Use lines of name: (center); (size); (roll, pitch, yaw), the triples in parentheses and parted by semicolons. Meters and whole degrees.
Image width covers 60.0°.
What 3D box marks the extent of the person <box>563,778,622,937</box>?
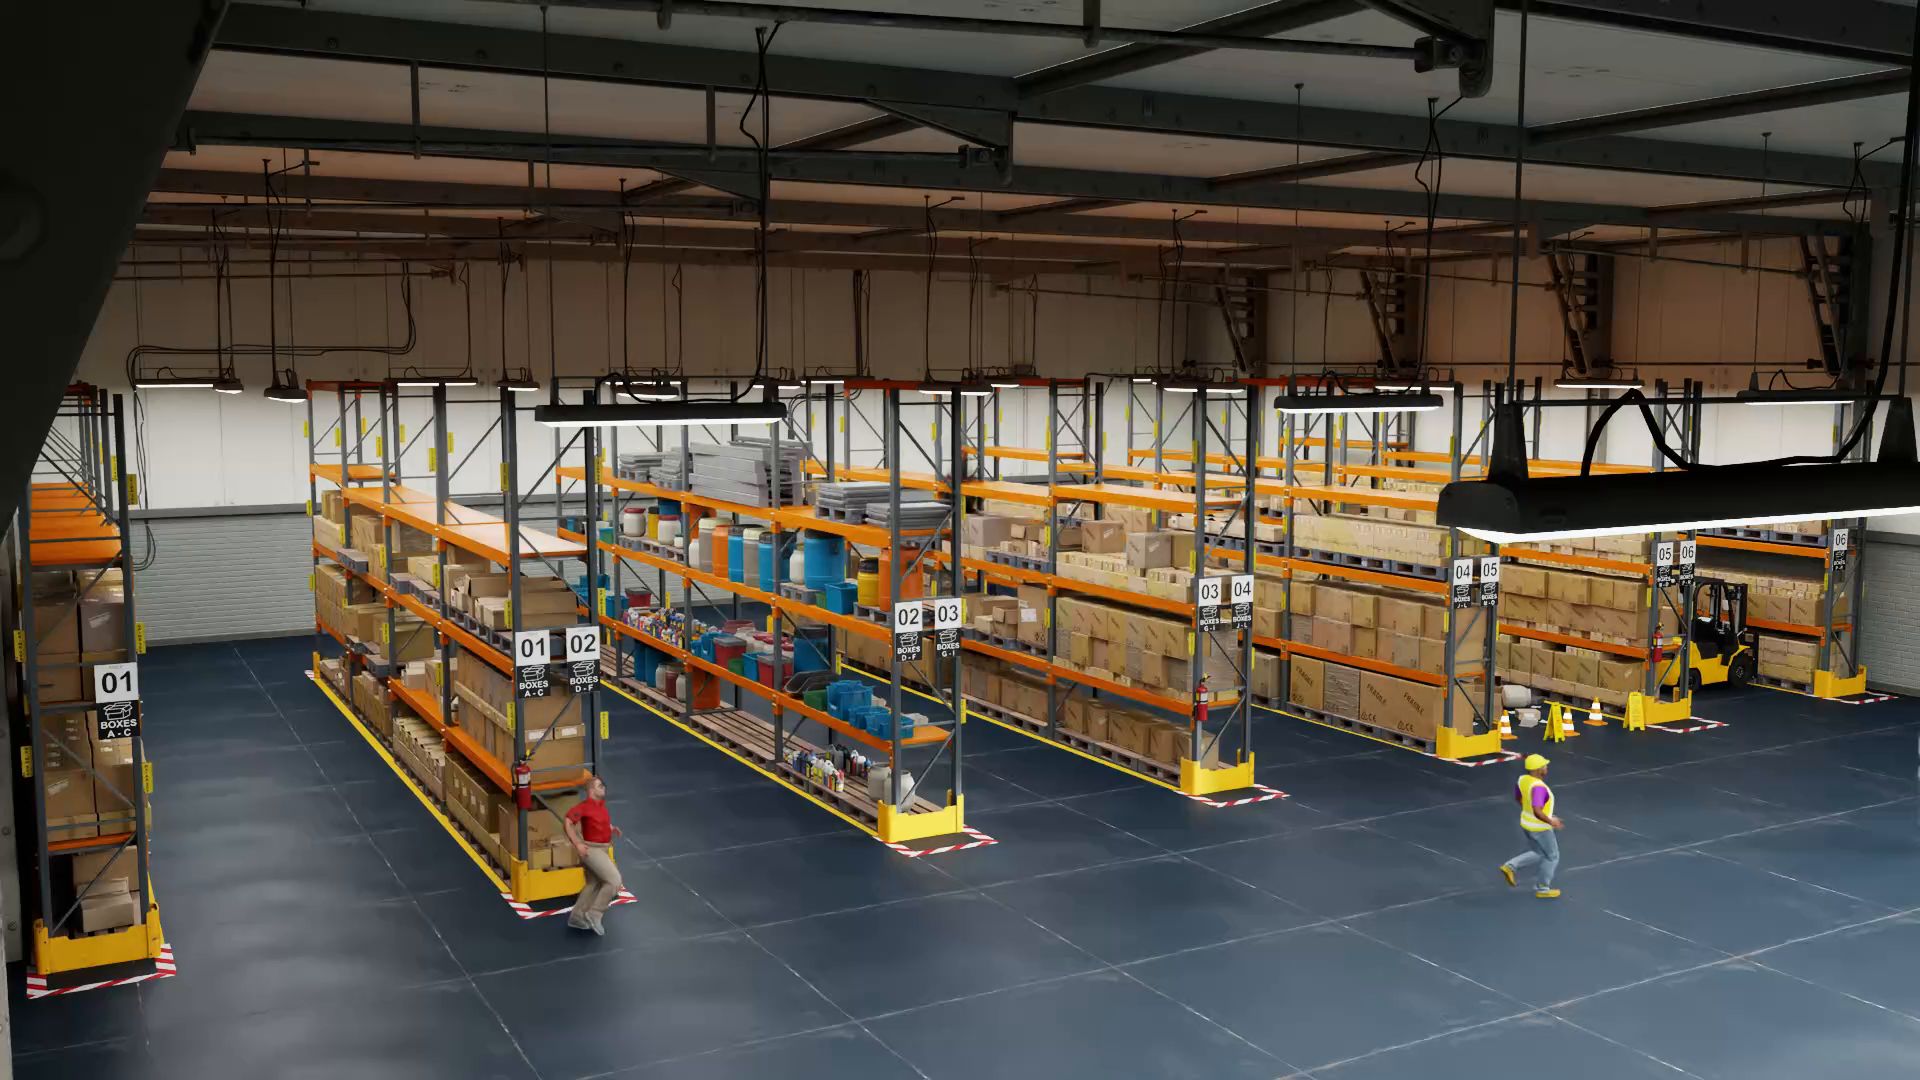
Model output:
person: (-4.080, 3.521, 18.614); (0.626, 1.724, 0.665); (0, 6, -3)

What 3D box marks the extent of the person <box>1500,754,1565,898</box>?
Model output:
person: (6.817, 3.386, 19.680); (0.650, 1.721, 0.704); (0, 6, -4)

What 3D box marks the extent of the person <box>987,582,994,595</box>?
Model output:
person: (0.705, 1.029, 42.513); (0.526, 1.585, 0.607); (-3, 7, -30)
